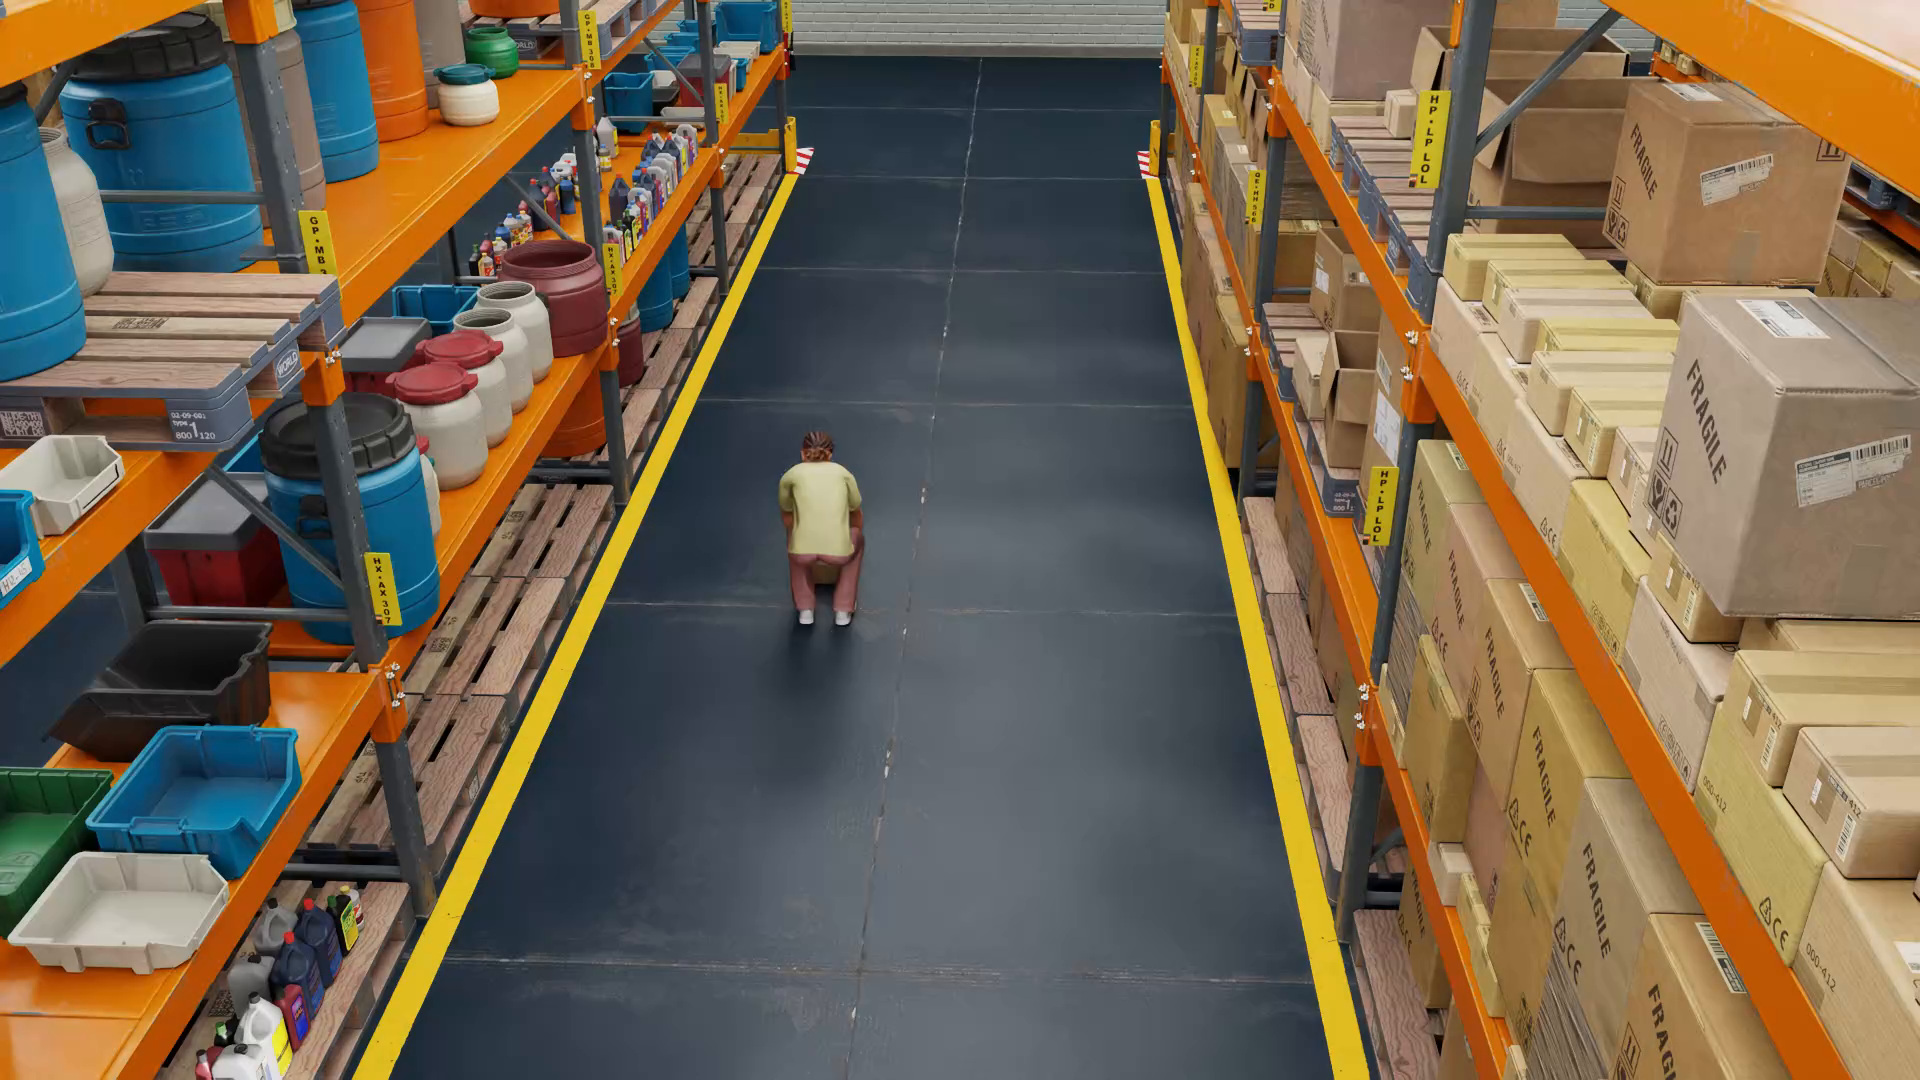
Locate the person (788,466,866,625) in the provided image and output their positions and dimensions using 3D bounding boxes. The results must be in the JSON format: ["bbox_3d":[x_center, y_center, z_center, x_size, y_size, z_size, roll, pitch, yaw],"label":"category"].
[{"bbox_3d":[-0.774,0.028,9.581,0.457,0.756,0.862,0,28,1],"label":"person"}]
